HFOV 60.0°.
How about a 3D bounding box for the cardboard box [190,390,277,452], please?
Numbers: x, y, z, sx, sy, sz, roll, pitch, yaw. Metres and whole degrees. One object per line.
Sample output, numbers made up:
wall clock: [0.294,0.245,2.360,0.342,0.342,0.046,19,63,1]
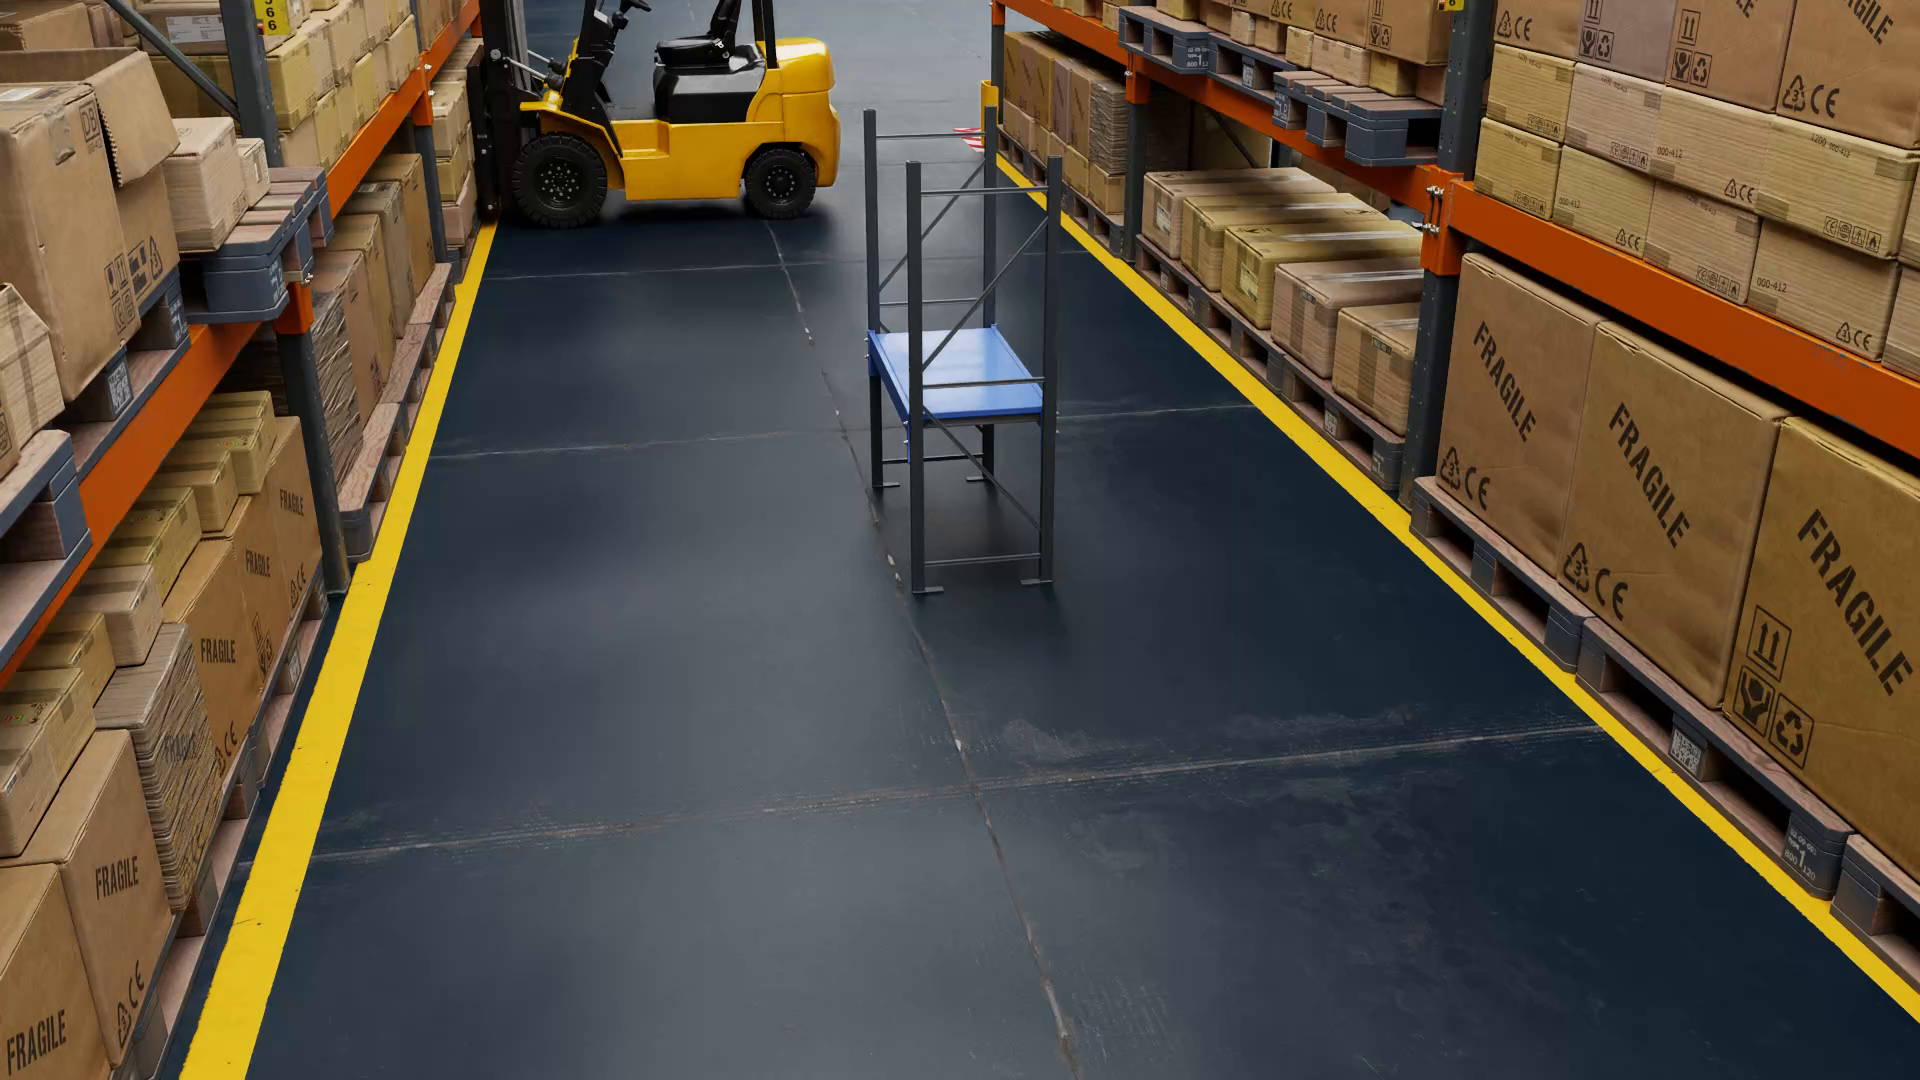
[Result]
cardboard box: [-2.303,-0.334,5.055,0.380,0.149,0.250,-5,24,-12]

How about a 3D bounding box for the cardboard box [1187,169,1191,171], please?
cardboard box: [1.651,-2.292,10.660,0.500,0.250,0.500,-5,24,-12]

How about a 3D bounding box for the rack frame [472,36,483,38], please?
rack frame: [-4.122,-4.312,12.375,1.000,3.000,0.127,-4,24,-10]

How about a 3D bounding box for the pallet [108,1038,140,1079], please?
pallet: [-2.091,1.369,2.852,1.003,0.211,1.213,-4,24,-10]

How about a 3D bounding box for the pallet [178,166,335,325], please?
pallet: [-2.449,-0.816,4.610,1.213,0.211,1.003,-4,24,-10]

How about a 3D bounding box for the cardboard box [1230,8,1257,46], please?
cardboard box: [1.500,-2.429,7.853,0.380,0.149,0.250,-3,24,-8]

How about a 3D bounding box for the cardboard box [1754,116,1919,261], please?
cardboard box: [2.341,-0.876,4.071,0.500,0.250,0.500,-4,24,-9]

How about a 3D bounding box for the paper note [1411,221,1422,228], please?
paper note: [3.073,-2.081,10.978,0.148,0.019,0.142,-4,24,-10]

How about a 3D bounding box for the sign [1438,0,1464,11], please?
sign: [1.703,-1.984,5.698,0.100,0.325,0.005,-4,24,-10]

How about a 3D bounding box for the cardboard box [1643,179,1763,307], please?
cardboard box: [2.281,-0.847,4.628,0.500,0.250,0.500,-4,24,-8]

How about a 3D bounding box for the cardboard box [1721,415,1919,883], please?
cardboard box: [2.606,0.228,4.110,0.875,0.875,0.875,-4,24,-8]

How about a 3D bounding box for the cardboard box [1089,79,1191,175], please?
cardboard box: [1.121,-2.596,10.420,0.500,0.500,0.500,-5,24,-10]

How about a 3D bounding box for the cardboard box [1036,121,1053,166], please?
cardboard box: [0.833,-2.860,11.962,0.500,0.250,0.500,-3,24,-6]

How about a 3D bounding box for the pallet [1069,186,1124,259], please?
pallet: [1.336,-2.091,10.774,1.003,0.211,1.213,-4,24,-10]

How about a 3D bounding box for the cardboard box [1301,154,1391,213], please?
cardboard box: [2.634,-2.485,11.312,0.500,0.500,0.500,13,27,27]

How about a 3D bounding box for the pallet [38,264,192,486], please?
pallet: [-2.279,-0.313,3.458,1.003,0.211,1.213,-4,24,-10]

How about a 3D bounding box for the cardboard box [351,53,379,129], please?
cardboard box: [-2.770,-1.893,7.025,0.500,0.250,0.500,-4,24,-8]

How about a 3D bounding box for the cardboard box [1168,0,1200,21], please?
cardboard box: [1.324,-2.845,8.805,0.380,0.149,0.250,-4,24,-9]

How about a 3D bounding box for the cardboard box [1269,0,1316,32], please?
cardboard box: [1.676,-2.468,7.131,0.500,0.500,0.500,-6,24,-13]

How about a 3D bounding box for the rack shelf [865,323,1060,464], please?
rack shelf: [-0.016,-0.556,6.099,0.538,0.185,1.000,-4,24,-10]

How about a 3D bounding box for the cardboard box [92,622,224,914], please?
cardboard box: [-2.058,0.545,3.854,0.500,0.500,0.500,-5,24,-12]

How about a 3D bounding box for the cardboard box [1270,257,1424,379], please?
cardboard box: [1.995,-1.035,7.630,0.950,0.372,0.625,-5,24,-11]

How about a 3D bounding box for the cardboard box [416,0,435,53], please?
cardboard box: [-3.208,-2.978,9.196,0.500,0.500,0.500,-5,24,-11]

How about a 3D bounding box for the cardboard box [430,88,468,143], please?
cardboard box: [-3.249,-2.544,9.990,0.500,0.250,0.500,-4,24,-10]

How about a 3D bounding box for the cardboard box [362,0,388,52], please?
cardboard box: [-2.850,-2.321,7.380,0.500,0.250,0.500,-4,24,-9]

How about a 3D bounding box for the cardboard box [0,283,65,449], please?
cardboard box: [-1.783,-0.298,2.827,0.396,0.266,0.258,-3,24,-7]

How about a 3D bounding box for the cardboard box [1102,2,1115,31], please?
cardboard box: [1.083,-3.194,10.128,0.380,0.149,0.250,-4,24,-9]

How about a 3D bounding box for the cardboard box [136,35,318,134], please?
cardboard box: [-2.461,-1.520,5.545,0.500,0.250,0.500,-4,24,-10]

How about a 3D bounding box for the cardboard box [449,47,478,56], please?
cardboard box: [-3.631,-3.344,11.820,0.500,0.250,0.500,-4,24,-9]

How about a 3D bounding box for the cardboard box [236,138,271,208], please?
cardboard box: [-2.145,-1.012,4.610,0.380,0.149,0.250,-4,24,-9]

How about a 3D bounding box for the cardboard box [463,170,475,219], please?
cardboard box: [-3.256,-2.084,10.185,0.500,0.250,0.500,-5,24,-11]

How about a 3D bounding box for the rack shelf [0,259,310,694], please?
rack shelf: [-2.273,-0.049,3.513,1.077,0.370,4.000,-4,24,-10]

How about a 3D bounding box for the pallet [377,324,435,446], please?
pallet: [-2.979,-0.693,7.573,1.003,0.211,1.213,-4,24,-10]

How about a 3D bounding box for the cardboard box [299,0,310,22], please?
cardboard box: [-2.597,-1.961,6.058,0.380,0.149,0.250,-4,24,-9]

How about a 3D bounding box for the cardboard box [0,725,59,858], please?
cardboard box: [-1.968,0.492,3.164,0.380,0.149,0.250,-4,24,-10]

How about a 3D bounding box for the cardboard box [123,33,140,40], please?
cardboard box: [-3.096,-1.683,5.918,0.500,0.250,0.500,-4,24,-9]

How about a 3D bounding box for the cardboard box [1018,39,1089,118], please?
cardboard box: [0.738,-3.404,12.271,0.500,0.500,0.500,-5,24,-12]

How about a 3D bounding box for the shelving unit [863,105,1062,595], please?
shelving unit: [-0.016,-0.721,6.027,0.538,1.500,1.048,-4,24,-10]

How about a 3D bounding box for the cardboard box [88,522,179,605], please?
cardboard box: [-2.166,0.083,4.099,0.380,0.149,0.250,-5,24,-11]

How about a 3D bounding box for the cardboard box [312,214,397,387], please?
cardboard box: [-2.998,-1.037,7.319,0.875,0.625,0.625,-5,24,-12]

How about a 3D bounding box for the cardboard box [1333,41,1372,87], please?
cardboard box: [1.731,-1.919,6.685,0.380,0.149,0.250,-5,24,-10]

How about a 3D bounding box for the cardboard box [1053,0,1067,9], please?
cardboard box: [0.843,-3.697,11.281,0.380,0.149,0.250,-4,24,-9]

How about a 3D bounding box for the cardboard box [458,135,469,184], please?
cardboard box: [-3.264,-2.311,10.080,0.500,0.250,0.500,-4,24,-10]

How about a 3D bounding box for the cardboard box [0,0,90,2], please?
cardboard box: [-3.060,-1.716,5.496,0.380,0.149,0.250,-4,24,-8]

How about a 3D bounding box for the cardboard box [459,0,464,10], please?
cardboard box: [-3.591,-3.777,11.026,0.500,0.500,0.500,-5,24,-11]

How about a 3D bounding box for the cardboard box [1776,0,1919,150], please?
cardboard box: [2.357,-1.228,3.940,0.500,0.500,0.500,-4,24,-9]

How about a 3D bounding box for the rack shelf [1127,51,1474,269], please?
rack shelf: [1.864,-1.991,7.960,1.077,0.370,4.000,-4,24,-10]
